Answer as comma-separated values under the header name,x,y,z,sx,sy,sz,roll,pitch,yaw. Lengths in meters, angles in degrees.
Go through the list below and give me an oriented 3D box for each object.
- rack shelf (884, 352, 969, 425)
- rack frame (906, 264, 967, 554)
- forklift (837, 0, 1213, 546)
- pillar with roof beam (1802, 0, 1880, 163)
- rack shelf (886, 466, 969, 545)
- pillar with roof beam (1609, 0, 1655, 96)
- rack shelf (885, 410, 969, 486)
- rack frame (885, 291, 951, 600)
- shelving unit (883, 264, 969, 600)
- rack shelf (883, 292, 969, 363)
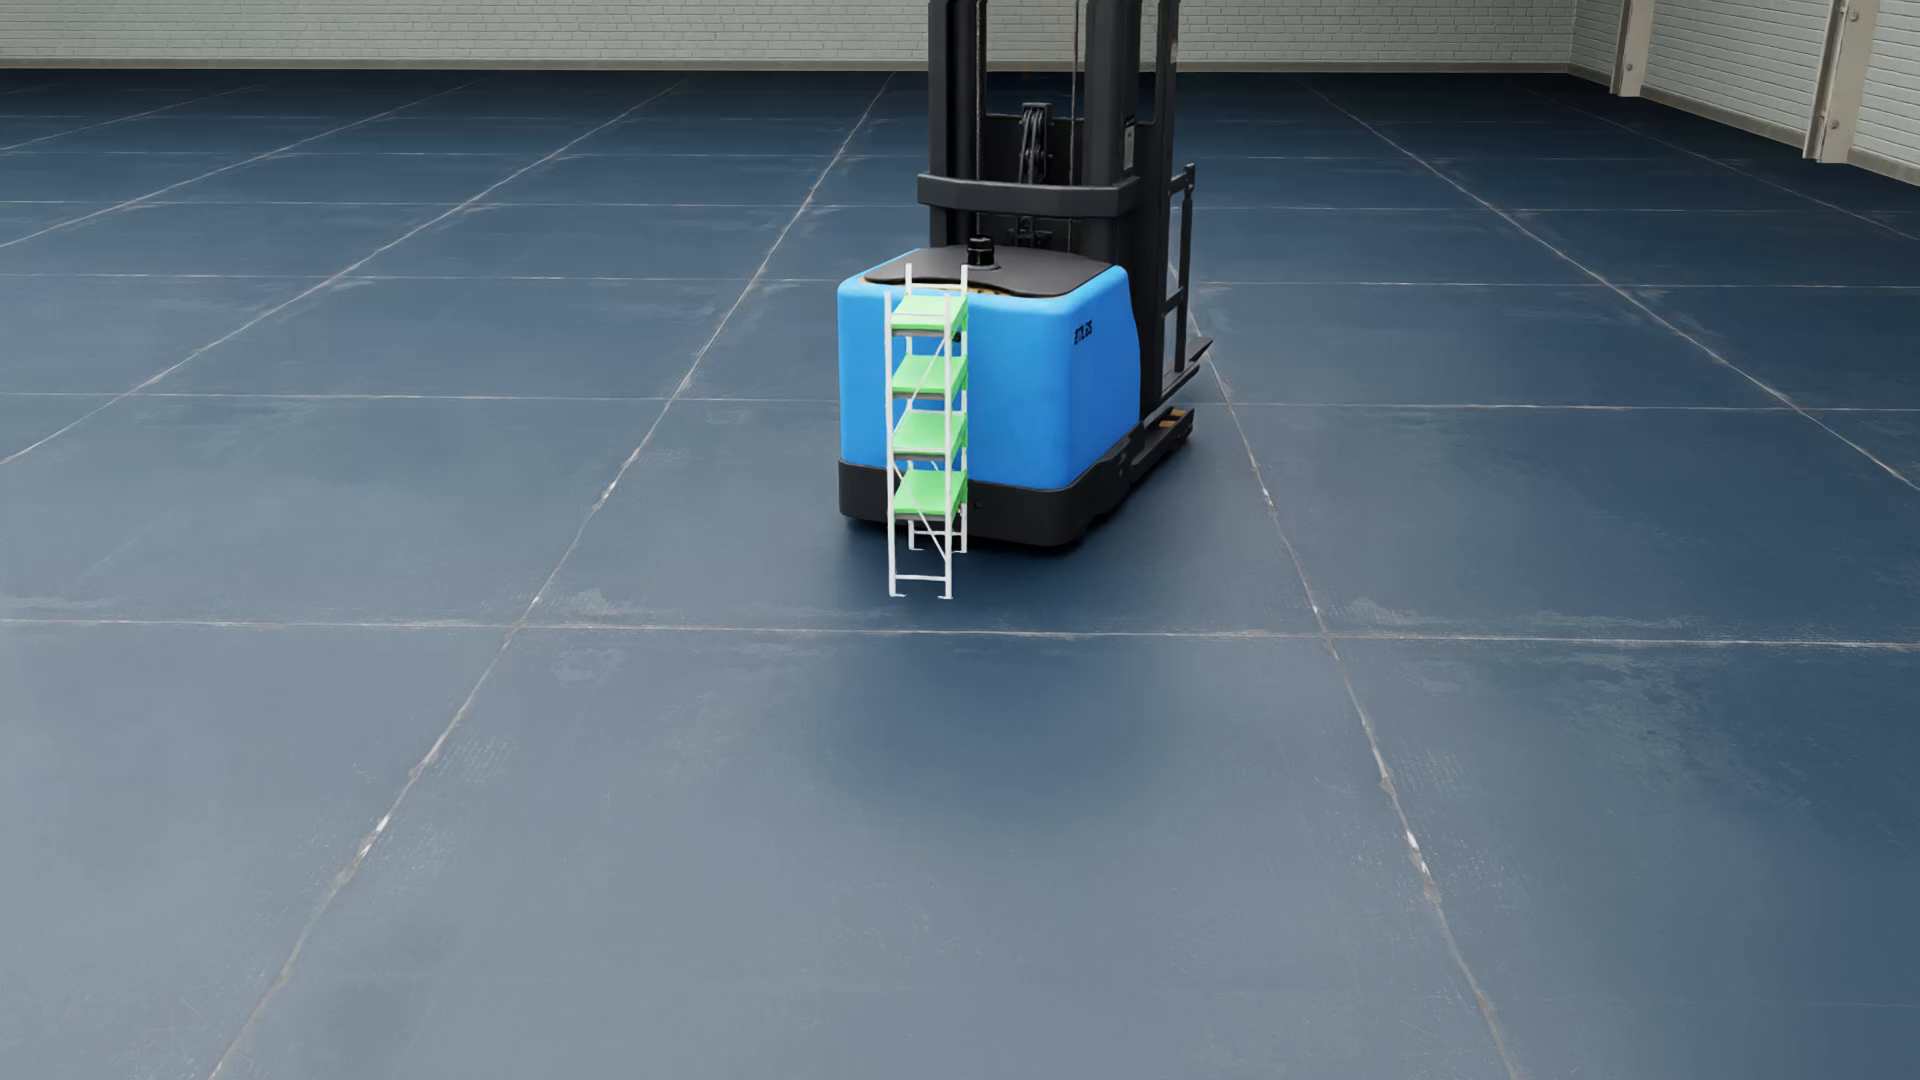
name,x,y,z,sx,sy,sz,roll,pitch,yaw
rack shelf,-0.123,-0.588,6.399,0.258,0.148,0.480,3,21,7
rack frame,-0.092,-0.511,6.688,0.240,1.200,0.015,3,21,7
forklift,0.520,-1.839,7.716,1.130,2.935,3.031,9,23,21
pillar with roof beam,4.593,-8.147,15.586,9.100,9.000,0.400,1,21,2
rack shelf,-0.123,-0.140,6.572,0.258,0.148,0.480,3,21,7
pillar with roof beam,4.776,-10.316,21.177,9.100,9.000,0.400,1,21,2
rack shelf,-0.123,-0.364,6.486,0.258,0.148,0.480,3,21,7
rack frame,-0.154,-0.336,6.237,0.240,1.200,0.015,3,21,7
shelving unit,-0.123,-0.424,6.462,0.258,1.200,0.503,3,21,7
rack shelf,-0.123,-0.812,6.312,0.258,0.148,0.480,3,21,7
